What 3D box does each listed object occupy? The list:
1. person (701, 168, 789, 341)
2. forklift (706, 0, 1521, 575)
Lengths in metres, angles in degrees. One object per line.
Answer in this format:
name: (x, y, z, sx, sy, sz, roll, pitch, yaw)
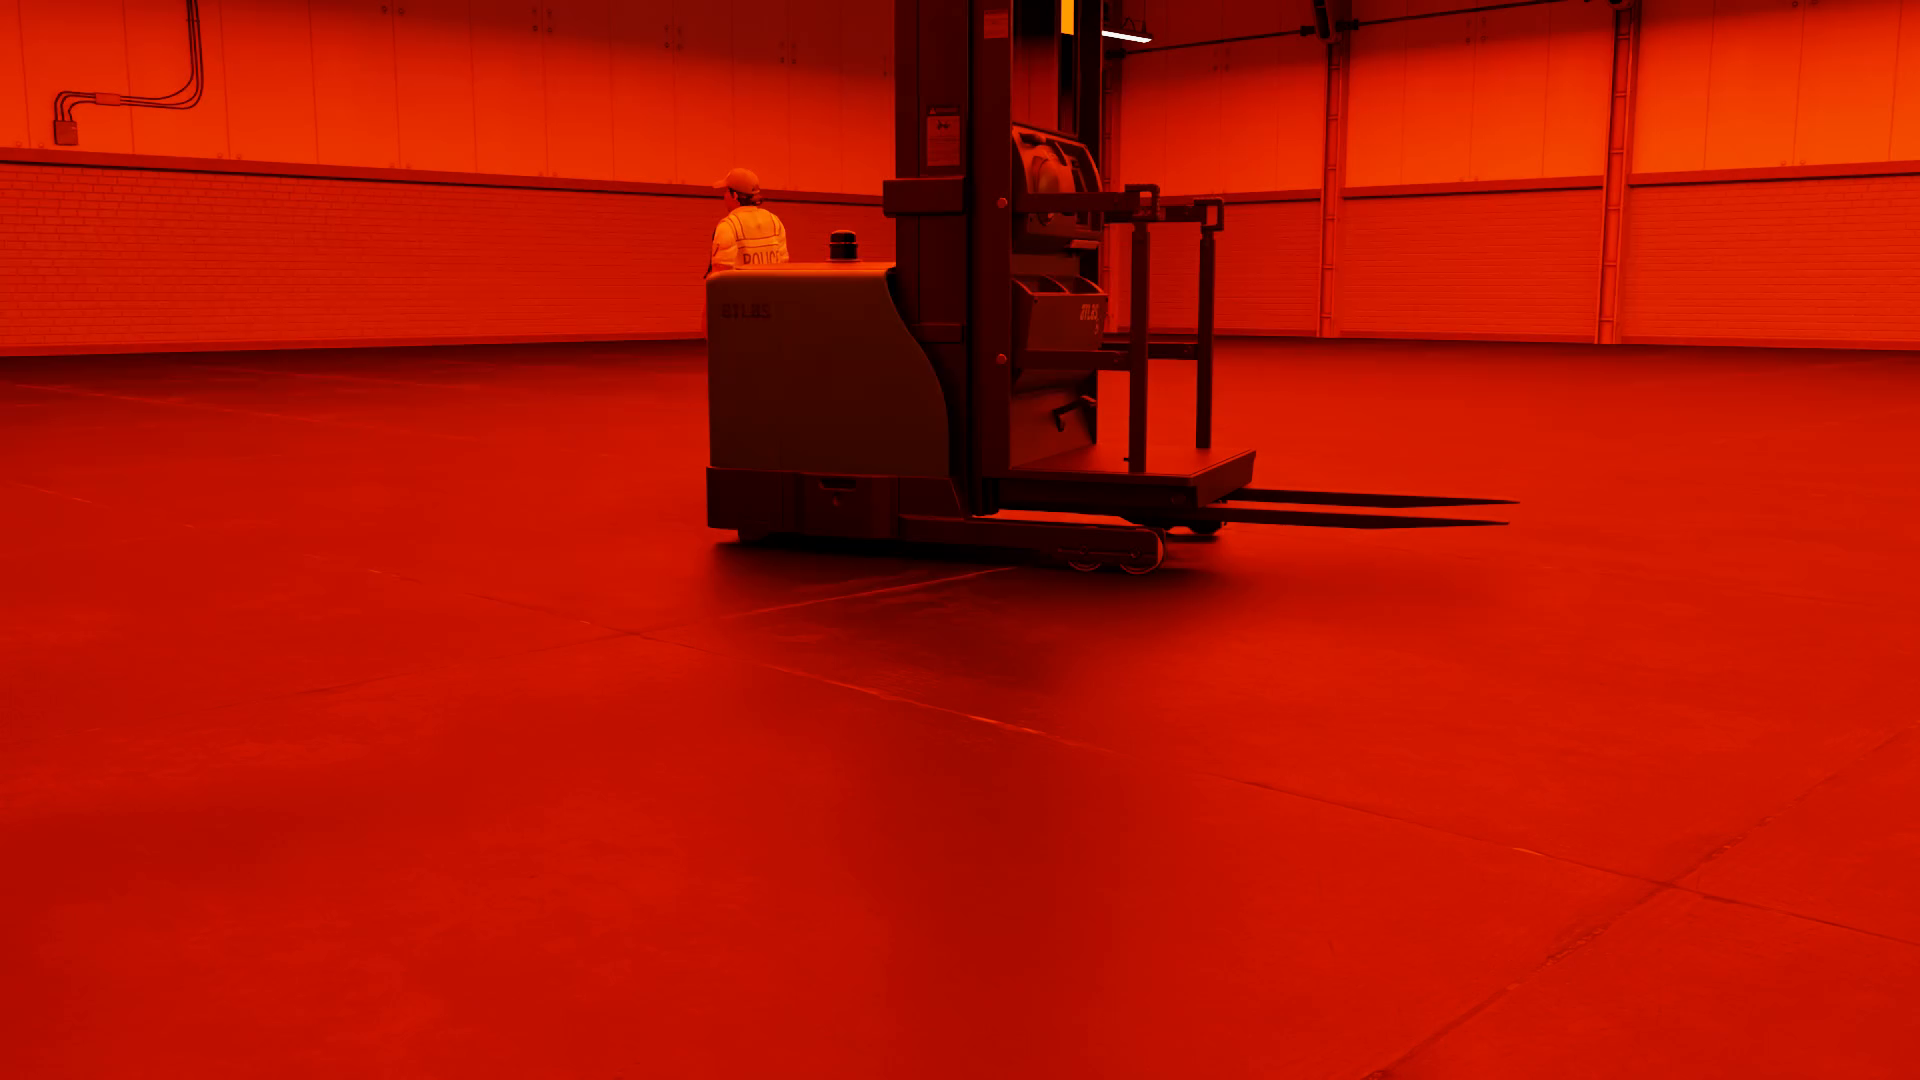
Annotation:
person: (-1.266, -1.278, 9.556, 0.529, 1.670, 0.598, 8, 12, 44)
forklift: (0.565, -1.416, 6.275, 3.031, 2.935, 1.130, 3, 9, 22)
